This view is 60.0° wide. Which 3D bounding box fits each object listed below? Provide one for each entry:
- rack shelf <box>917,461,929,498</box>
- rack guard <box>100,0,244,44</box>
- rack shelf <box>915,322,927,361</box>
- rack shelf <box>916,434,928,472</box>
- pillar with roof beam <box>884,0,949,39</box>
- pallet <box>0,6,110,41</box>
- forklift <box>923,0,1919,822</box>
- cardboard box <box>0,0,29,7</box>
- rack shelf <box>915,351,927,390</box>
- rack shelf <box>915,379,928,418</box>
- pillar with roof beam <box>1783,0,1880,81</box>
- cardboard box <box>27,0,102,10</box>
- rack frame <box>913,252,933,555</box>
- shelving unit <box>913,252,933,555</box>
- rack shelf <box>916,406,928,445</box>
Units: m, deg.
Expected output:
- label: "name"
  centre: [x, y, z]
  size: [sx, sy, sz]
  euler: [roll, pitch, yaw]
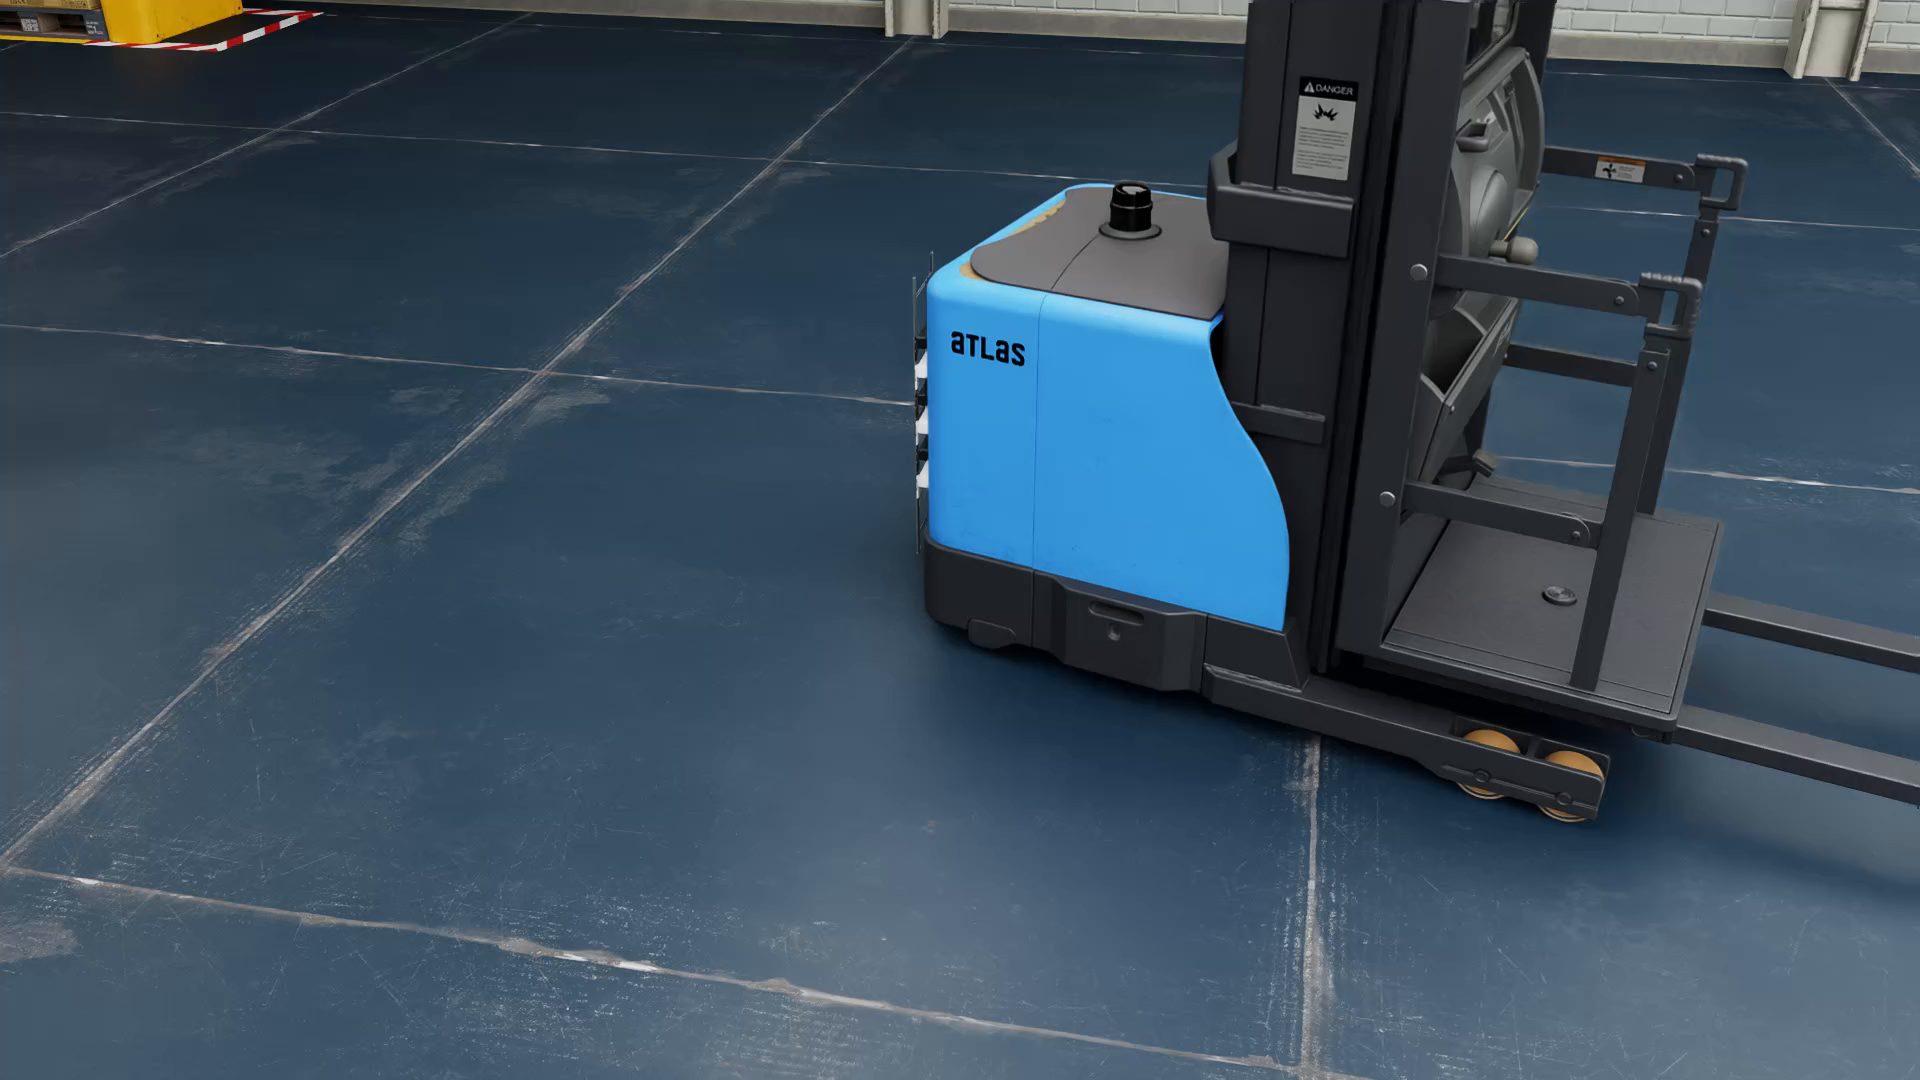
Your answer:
- label: "rack shelf"
  centre: [-0.008, -0.208, 5.138]
  size: [0.200, 0.077, 0.258]
  euler: [6, 29, 11]
- label: "rack guard"
  centre: [-5.656, -3.941, 11.929]
  size: [0.348, 0.500, 1.175]
  euler: [6, 29, 11]
- label: "rack shelf"
  centre: [-0.008, -0.603, 4.922]
  size: [0.200, 0.077, 0.258]
  euler: [6, 29, 11]
- label: "rack shelf"
  centre: [-0.008, -0.287, 5.095]
  size: [0.200, 0.077, 0.258]
  euler: [6, 29, 11]
- label: "pillar with roof beam"
  centre: [-1.203, -5.541, 6.001]
  size: [0.400, 9.000, 9.100]
  euler: [6, 29, 11]
- label: "pallet"
  centre: [-6.436, -3.874, 12.107]
  size: [1.213, 0.211, 1.003]
  euler: [6, 29, 11]
- label: "forklift"
  centre: [1.447, -0.899, 3.839]
  size: [3.031, 2.935, 1.130]
  euler: [14, 32, 24]
- label: "cardboard box"
  centre: [-6.689, -3.971, 11.807]
  size: [0.500, 0.250, 0.500]
  euler: [6, 29, 11]
- label: "rack shelf"
  centre: [-0.008, -0.524, 4.965]
  size: [0.200, 0.077, 0.258]
  euler: [6, 29, 11]
- label: "rack shelf"
  centre: [-0.008, -0.445, 5.008]
  size: [0.200, 0.077, 0.258]
  euler: [6, 29, 11]
- label: "pillar with roof beam"
  centre: [4.664, -4.940, 4.902]
  size: [0.400, 9.000, 9.100]
  euler: [6, 29, 11]
- label: "cardboard box"
  centre: [-6.205, -3.917, 11.707]
  size: [0.500, 0.250, 0.500]
  euler: [6, 29, 11]
- label: "rack frame"
  centre: [-0.107, -0.406, 5.054]
  size: [0.006, 0.900, 0.240]
  euler: [6, 29, 11]
- label: "shelving unit"
  centre: [-0.008, -0.396, 5.035]
  size: [0.210, 0.900, 0.258]
  euler: [6, 29, 11]
- label: "rack shelf"
  centre: [-0.008, -0.366, 5.051]
  size: [0.200, 0.077, 0.258]
  euler: [6, 29, 11]
